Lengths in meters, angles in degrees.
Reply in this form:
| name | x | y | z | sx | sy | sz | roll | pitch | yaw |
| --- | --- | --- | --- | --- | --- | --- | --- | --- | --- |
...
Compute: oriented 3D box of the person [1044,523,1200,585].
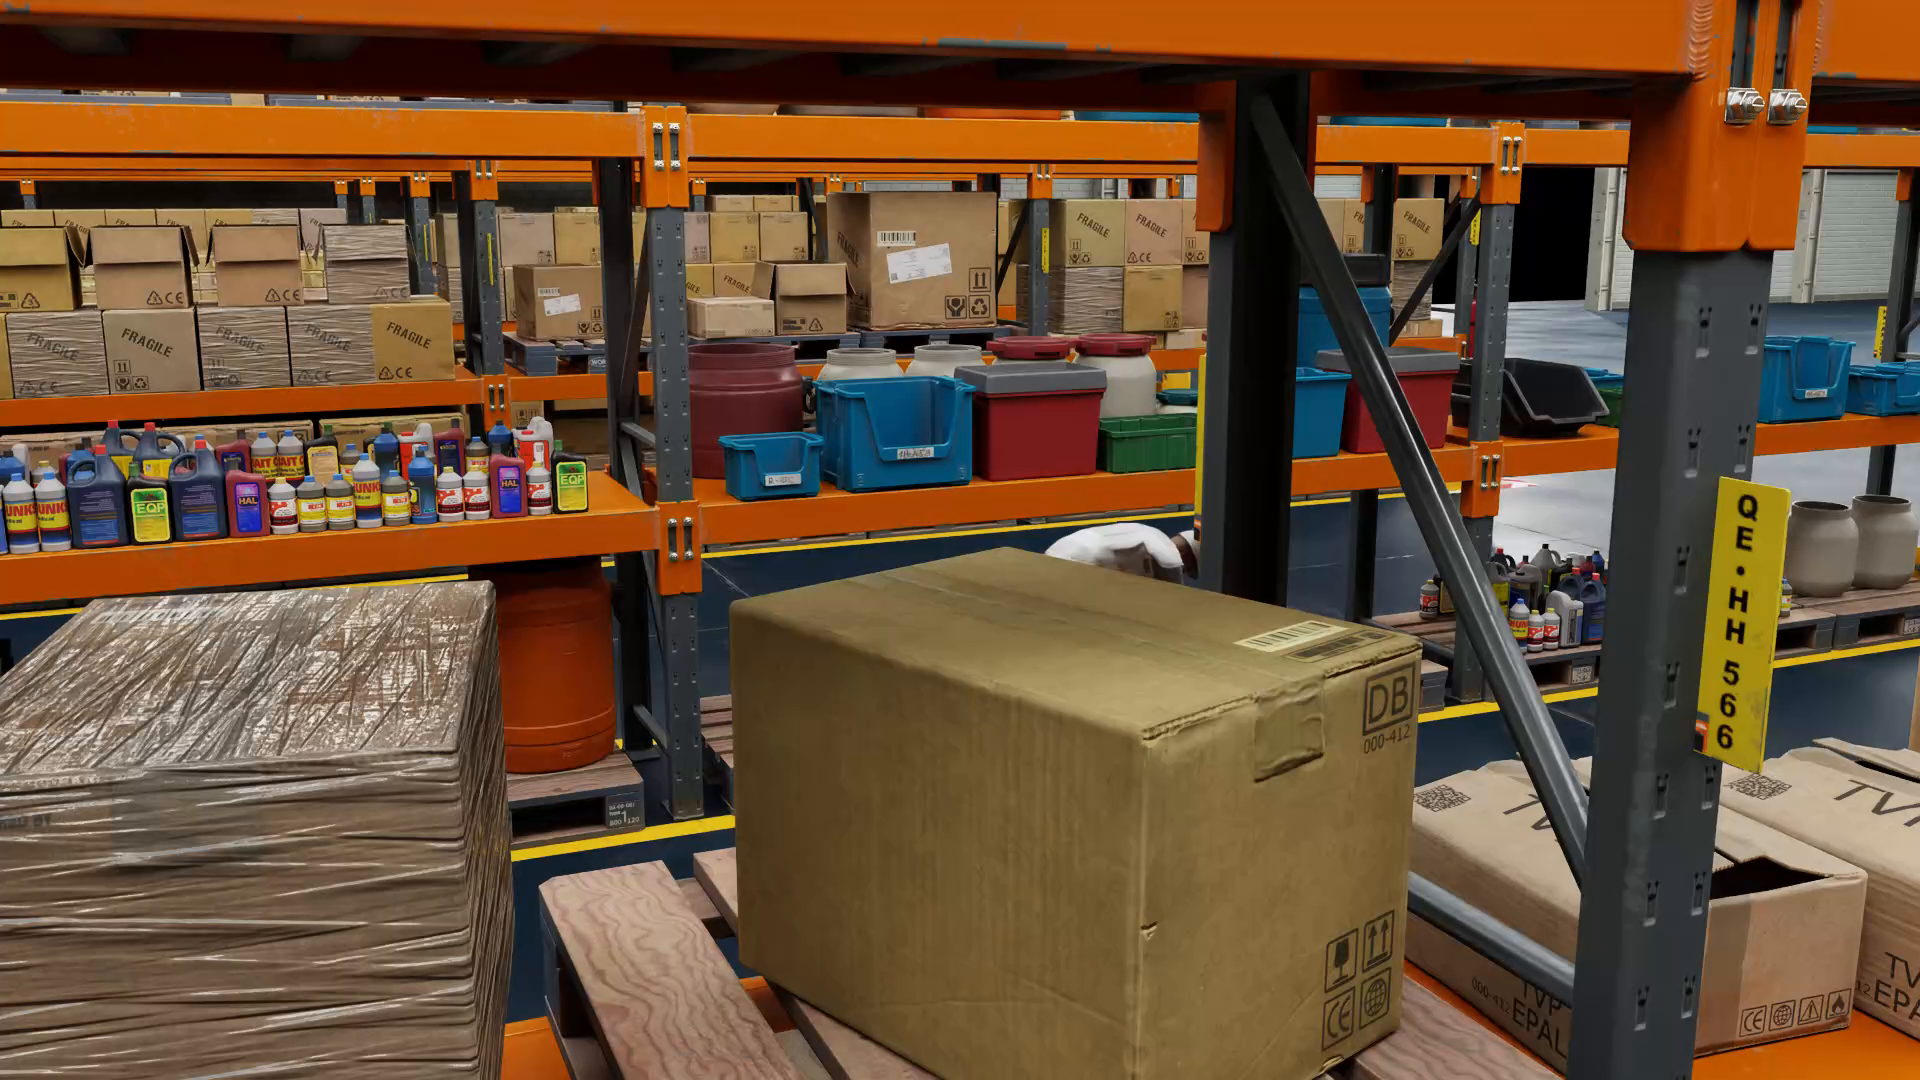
| name | x | y | z | sx | sy | sz | roll | pitch | yaw |
| --- | --- | --- | --- | --- | --- | --- | --- | --- | --- |
| person | 0.871 | 0.333 | 8.725 | 0.991 | 0.839 | 0.538 | -5 | 13 | -24 |
